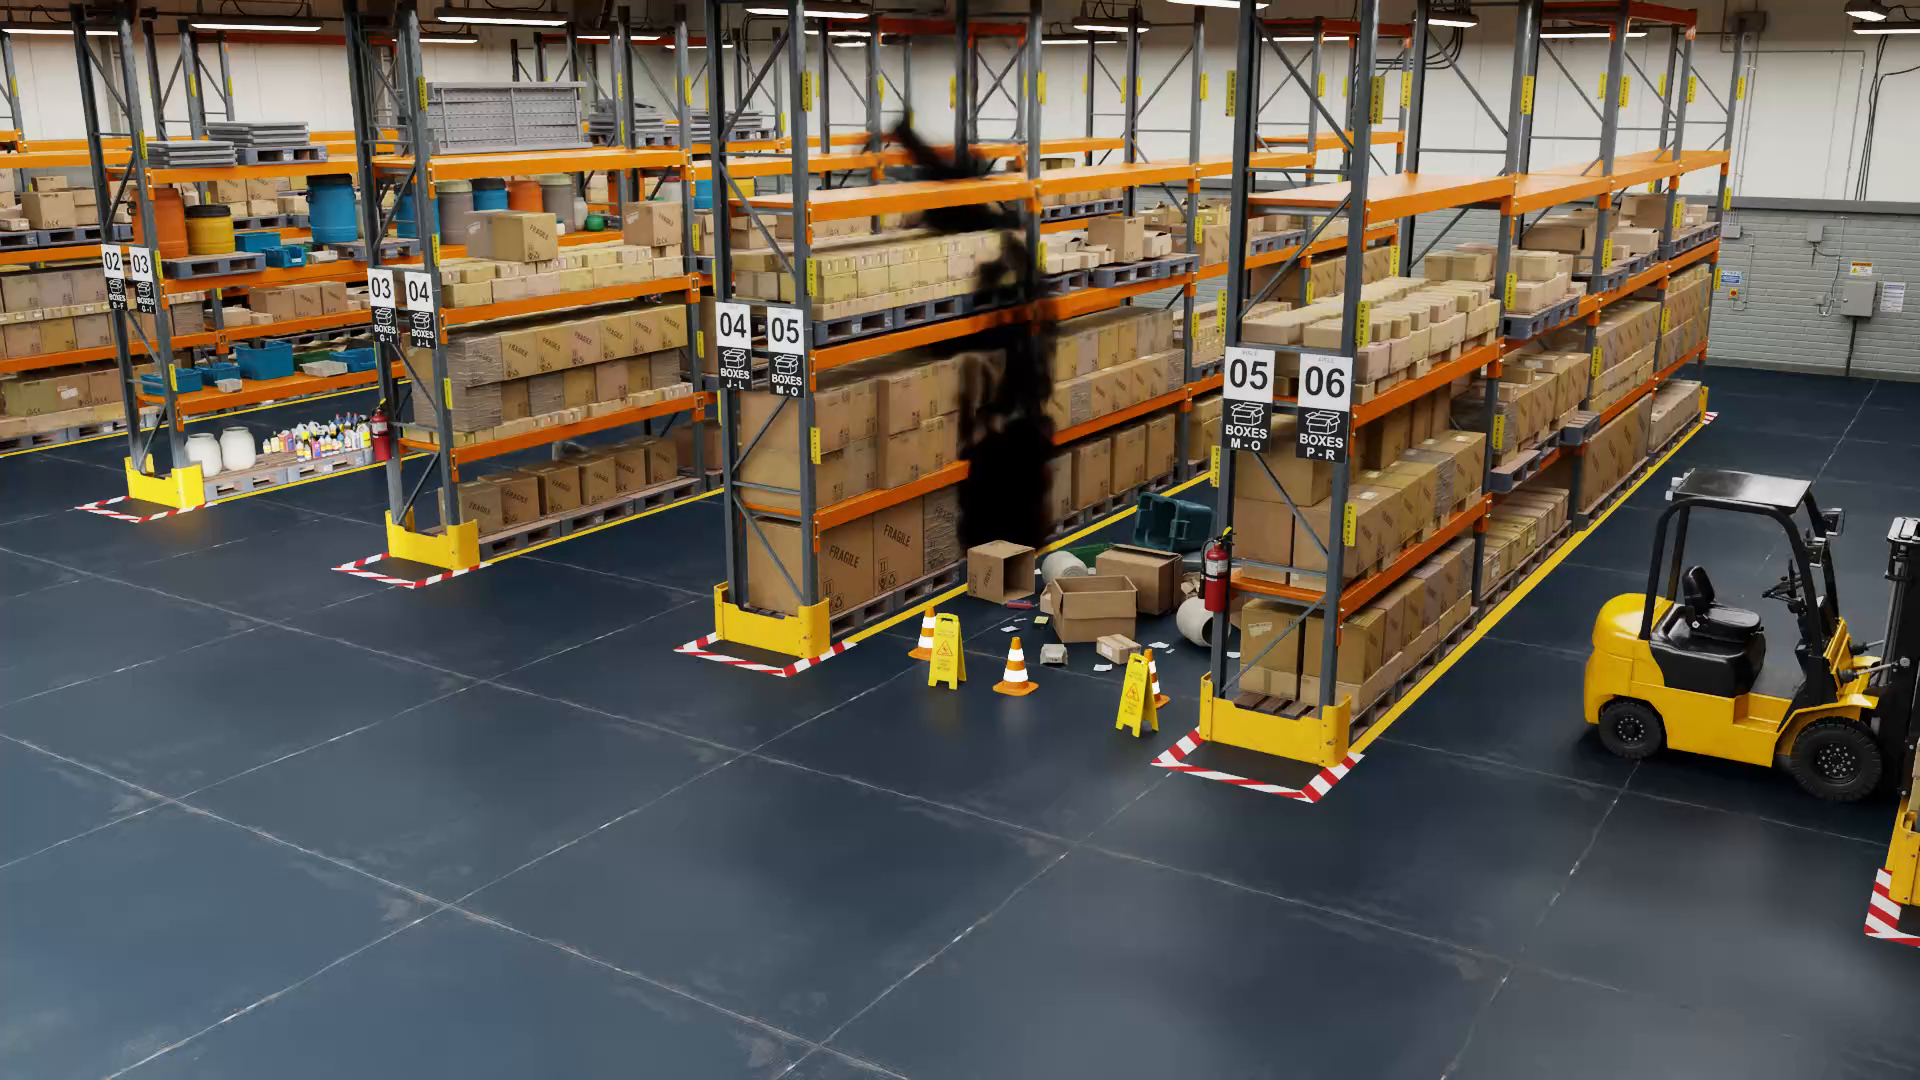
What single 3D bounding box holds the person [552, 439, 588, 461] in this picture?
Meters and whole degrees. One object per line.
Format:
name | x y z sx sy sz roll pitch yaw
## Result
person | -5.216 -1.605 21.887 0.630 1.675 0.913 9 18 30
